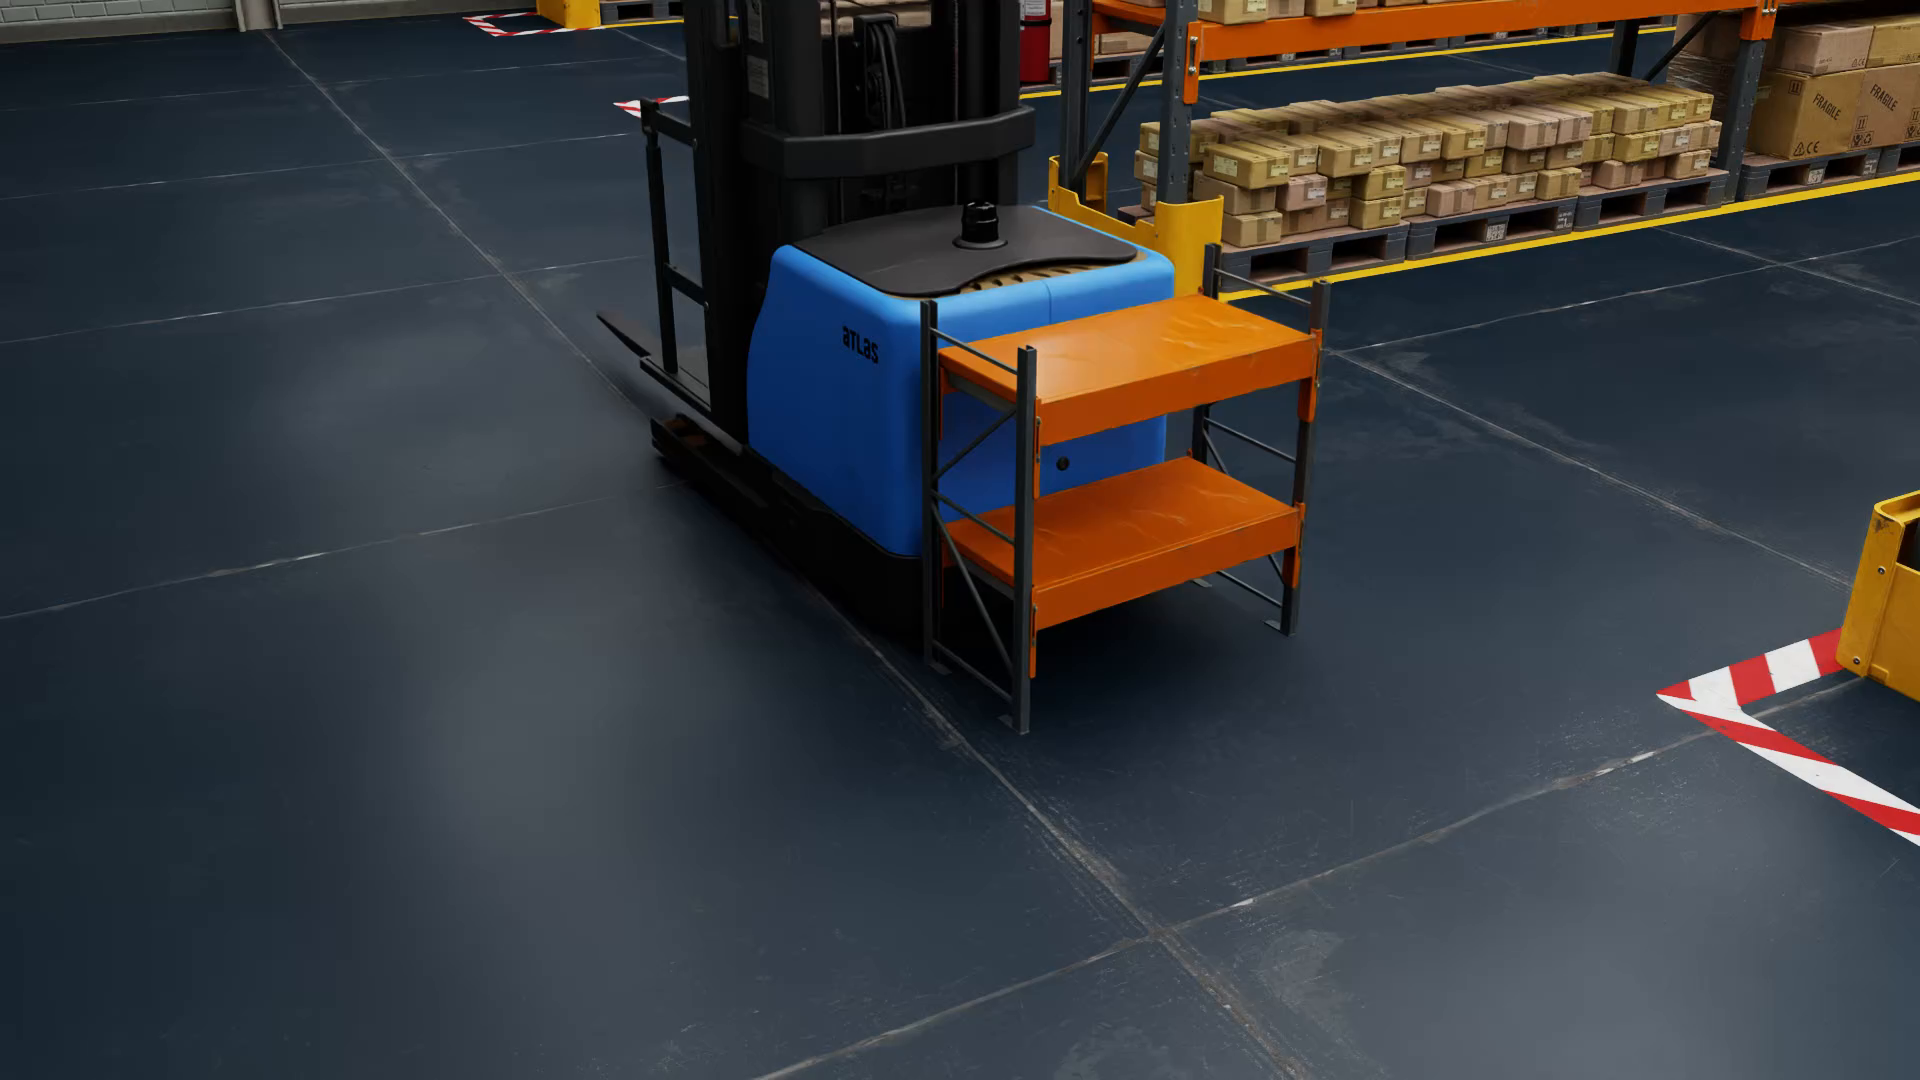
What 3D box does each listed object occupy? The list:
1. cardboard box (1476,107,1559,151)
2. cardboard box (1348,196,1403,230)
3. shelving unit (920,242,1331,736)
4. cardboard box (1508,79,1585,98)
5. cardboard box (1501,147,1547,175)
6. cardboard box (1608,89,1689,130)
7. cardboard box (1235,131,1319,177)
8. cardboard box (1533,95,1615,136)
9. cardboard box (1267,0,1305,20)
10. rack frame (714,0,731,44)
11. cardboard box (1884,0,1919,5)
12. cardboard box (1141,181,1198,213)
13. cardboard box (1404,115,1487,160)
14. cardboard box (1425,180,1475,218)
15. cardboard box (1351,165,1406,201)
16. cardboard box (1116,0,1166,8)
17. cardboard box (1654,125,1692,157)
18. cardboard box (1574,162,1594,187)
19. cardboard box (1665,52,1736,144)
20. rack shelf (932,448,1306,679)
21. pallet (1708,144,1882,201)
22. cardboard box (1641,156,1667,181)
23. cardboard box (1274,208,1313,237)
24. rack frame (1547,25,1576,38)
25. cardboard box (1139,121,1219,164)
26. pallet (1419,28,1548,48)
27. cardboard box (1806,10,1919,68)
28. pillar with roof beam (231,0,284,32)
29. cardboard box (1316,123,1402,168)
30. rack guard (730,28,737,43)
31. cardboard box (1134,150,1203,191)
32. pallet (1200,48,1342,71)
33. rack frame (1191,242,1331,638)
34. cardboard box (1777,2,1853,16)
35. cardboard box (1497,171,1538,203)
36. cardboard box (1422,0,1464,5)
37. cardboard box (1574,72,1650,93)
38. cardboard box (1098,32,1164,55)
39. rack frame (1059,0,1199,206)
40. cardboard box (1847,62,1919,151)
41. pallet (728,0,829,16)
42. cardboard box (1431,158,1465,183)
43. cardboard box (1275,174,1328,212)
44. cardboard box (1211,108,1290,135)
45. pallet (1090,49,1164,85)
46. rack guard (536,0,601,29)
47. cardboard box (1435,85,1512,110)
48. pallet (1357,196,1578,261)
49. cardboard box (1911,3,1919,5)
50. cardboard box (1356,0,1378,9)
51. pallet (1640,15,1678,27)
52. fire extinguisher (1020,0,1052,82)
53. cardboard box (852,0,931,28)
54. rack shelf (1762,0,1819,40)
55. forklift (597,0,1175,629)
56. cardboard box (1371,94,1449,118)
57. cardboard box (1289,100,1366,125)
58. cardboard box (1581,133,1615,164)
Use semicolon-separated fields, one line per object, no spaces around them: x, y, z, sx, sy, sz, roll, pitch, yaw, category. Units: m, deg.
3.030;-2.249;9.089;0.250;0.149;0.380;-14;29;-27;cardboard box
2.107;-1.764;8.767;0.250;0.149;0.380;-13;28;-24;cardboard box
0.465;-0.177;4.820;1.048;1.125;0.538;-16;30;-30;shelving unit
3.466;-2.619;9.861;0.250;0.149;0.380;-13;29;-26;cardboard box
3.020;-2.154;9.235;0.250;0.149;0.380;-14;29;-28;cardboard box
3.940;-2.475;9.561;0.250;0.149;0.380;-13;28;-24;cardboard box
1.617;-1.979;8.527;0.250;0.149;0.380;-12;28;-24;cardboard box
3.458;-2.399;9.401;0.250;0.149;0.380;-12;28;-23;cardboard box
1.454;-2.622;8.036;0.250;0.149;0.380;-12;28;-23;cardboard box
-1.610;-4.597;11.859;0.127;3.000;1.000;-13;29;-25;rack frame
6.255;-3.510;11.131;0.500;0.250;0.500;-13;28;-25;cardboard box
1.175;-1.818;8.880;0.250;0.149;0.380;-12;28;-24;cardboard box
2.583;-2.152;8.888;0.250;0.149;0.380;-13;28;-24;cardboard box
2.548;-1.870;8.987;0.250;0.149;0.380;-15;29;-28;cardboard box
2.112;-1.903;8.712;0.250;0.149;0.380;-12;28;-24;cardboard box
0.963;-2.788;8.382;0.250;0.149;0.380;-13;29;-25;cardboard box
3.977;-2.335;9.612;0.250;0.149;0.380;-14;29;-28;cardboard box
3.391;-2.129;9.528;0.250;0.149;0.380;-14;29;-26;cardboard box
4.873;-2.851;10.626;0.500;0.500;0.500;-14;29;-26;cardboard box
0.465;0.043;4.926;1.000;0.278;0.538;-16;30;-30;rack shelf
5.024;-2.444;10.596;1.213;0.211;1.003;-13;29;-25;pallet
3.884;-2.215;9.706;0.250;0.149;0.380;-12;28;-24;cardboard box
1.614;-1.700;8.634;0.250;0.149;0.380;-13;29;-25;cardboard box
5.449;-6.226;15.253;0.127;3.000;1.000;-13;29;-25;rack frame
1.156;-2.104;8.788;0.250;0.149;0.380;-13;28;-25;cardboard box
4.718;-4.838;15.582;1.213;0.211;1.003;-13;29;-25;pallet
5.583;-3.101;10.280;0.500;0.250;0.500;-12;28;-24;cardboard box
-4.726;-7.347;10.656;0.400;9.000;9.100;-13;29;-25;pillar with roof beam
2.080;-2.063;8.703;0.250;0.149;0.380;-15;29;-28;cardboard box
-1.631;-3.465;12.390;0.348;0.500;1.175;-13;29;-25;rack guard
1.140;-1.982;8.877;0.250;0.149;0.380;-14;29;-26;cardboard box
2.565;-4.341;14.547;1.213;0.211;1.003;-13;29;-25;pallet
0.888;-0.299;5.073;0.032;1.125;0.500;-16;30;-30;rack frame
5.336;-3.290;10.674;0.500;0.250;0.500;-12;28;-23;cardboard box
2.977;-1.998;9.254;0.250;0.149;0.380;-12;28;-24;cardboard box
2.362;-2.847;8.505;0.250;0.149;0.380;-14;29;-26;cardboard box
3.937;-2.723;10.077;0.250;0.149;0.380;-12;28;-23;cardboard box
1.315;-4.359;13.839;0.875;0.438;0.875;-13;29;-26;cardboard box
0.809;-2.727;7.965;0.127;3.000;1.000;-13;29;-25;rack frame
5.581;-2.762;10.440;0.500;0.500;0.500;-12;28;-23;cardboard box
-2.104;-5.660;17.295;1.213;0.211;1.003;-13;29;-25;pallet
2.521;-2.064;9.048;0.250;0.149;0.380;-11;28;-22;cardboard box
1.660;-1.808;8.516;0.250;0.149;0.380;-13;29;-25;cardboard box
1.574;-2.235;9.060;0.250;0.149;0.380;-14;29;-26;cardboard box
1.212;-4.030;13.899;1.213;0.211;1.003;-13;29;-25;pallet
-3.882;-5.381;16.379;0.348;0.500;1.175;-13;29;-25;rack guard
2.983;-2.537;9.689;0.250;0.149;0.380;-12;28;-24;cardboard box
2.684;-1.884;9.431;1.213;0.211;1.003;-13;29;-25;pallet
6.491;-3.313;10.721;0.500;0.250;0.500;-12;28;-24;cardboard box
1.881;-2.762;8.327;0.250;0.149;0.380;-12;28;-23;cardboard box
7.214;-5.375;16.701;1.213;0.211;1.003;-13;29;-25;pallet
0.369;-2.649;8.322;0.183;0.674;0.296;-13;29;-25;fire extinguisher
-0.271;-3.994;13.077;0.875;0.438;0.875;-12;28;-24;cardboard box
6.103;-3.625;10.665;4.000;0.370;1.077;-13;29;-25;rack shelf
-0.524;-1.646;5.791;1.130;2.935;3.031;-15;29;-28;forklift
2.546;-2.415;9.435;0.250;0.149;0.380;-13;28;-25;cardboard box
2.043;-2.339;9.278;0.250;0.149;0.380;-12;28;-23;cardboard box
3.481;-2.260;9.456;0.250;0.149;0.380;-13;28;-25;cardboard box
